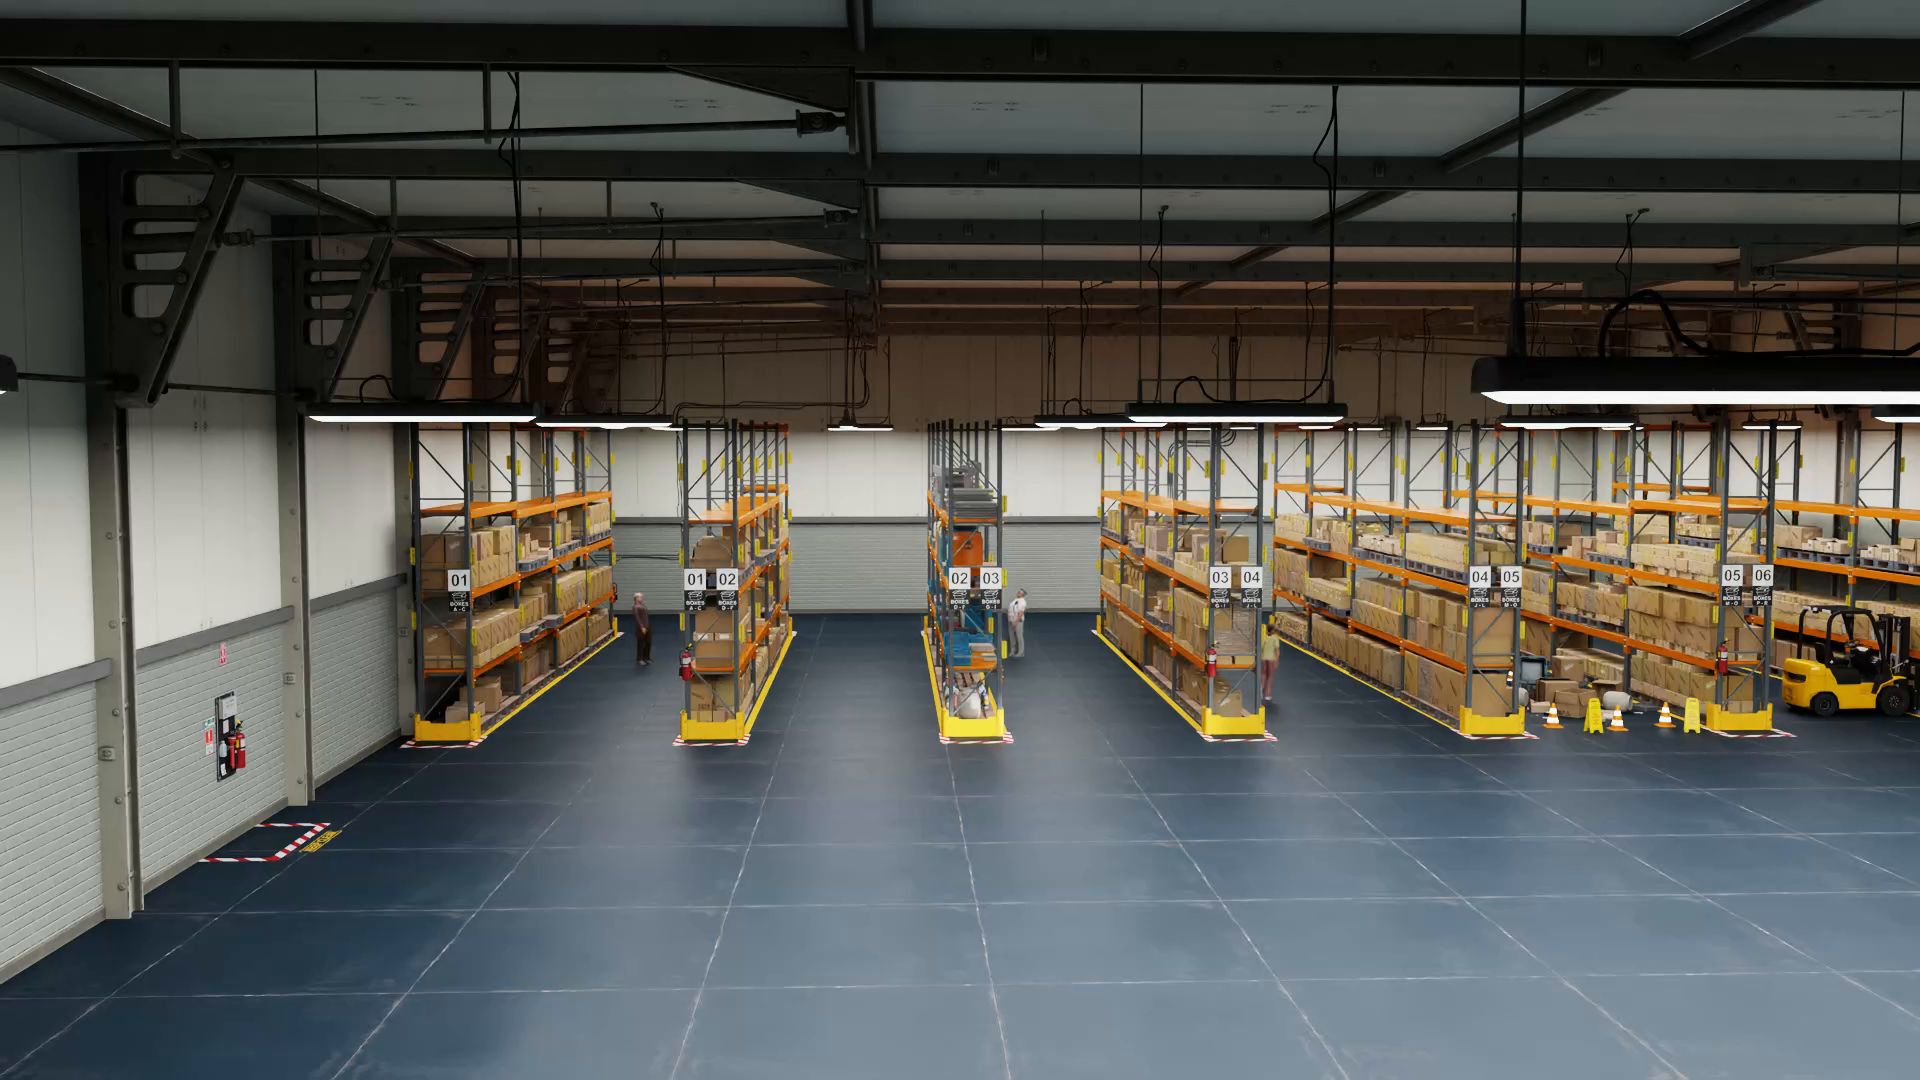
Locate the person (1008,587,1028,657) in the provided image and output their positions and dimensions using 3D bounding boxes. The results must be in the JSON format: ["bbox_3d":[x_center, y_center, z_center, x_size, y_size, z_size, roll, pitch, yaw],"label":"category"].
[{"bbox_3d":[1.436,2.083,42.399,0.558,1.769,0.586,-3,5,-37],"label":"person"}]

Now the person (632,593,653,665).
[{"bbox_3d":[-7.830,2.224,41.182,0.580,1.828,0.674,2,4,31],"label":"person"}]

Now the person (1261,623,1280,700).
[{"bbox_3d":[6.609,2.597,35.583,0.446,1.663,0.484,3,4,34],"label":"person"}]
